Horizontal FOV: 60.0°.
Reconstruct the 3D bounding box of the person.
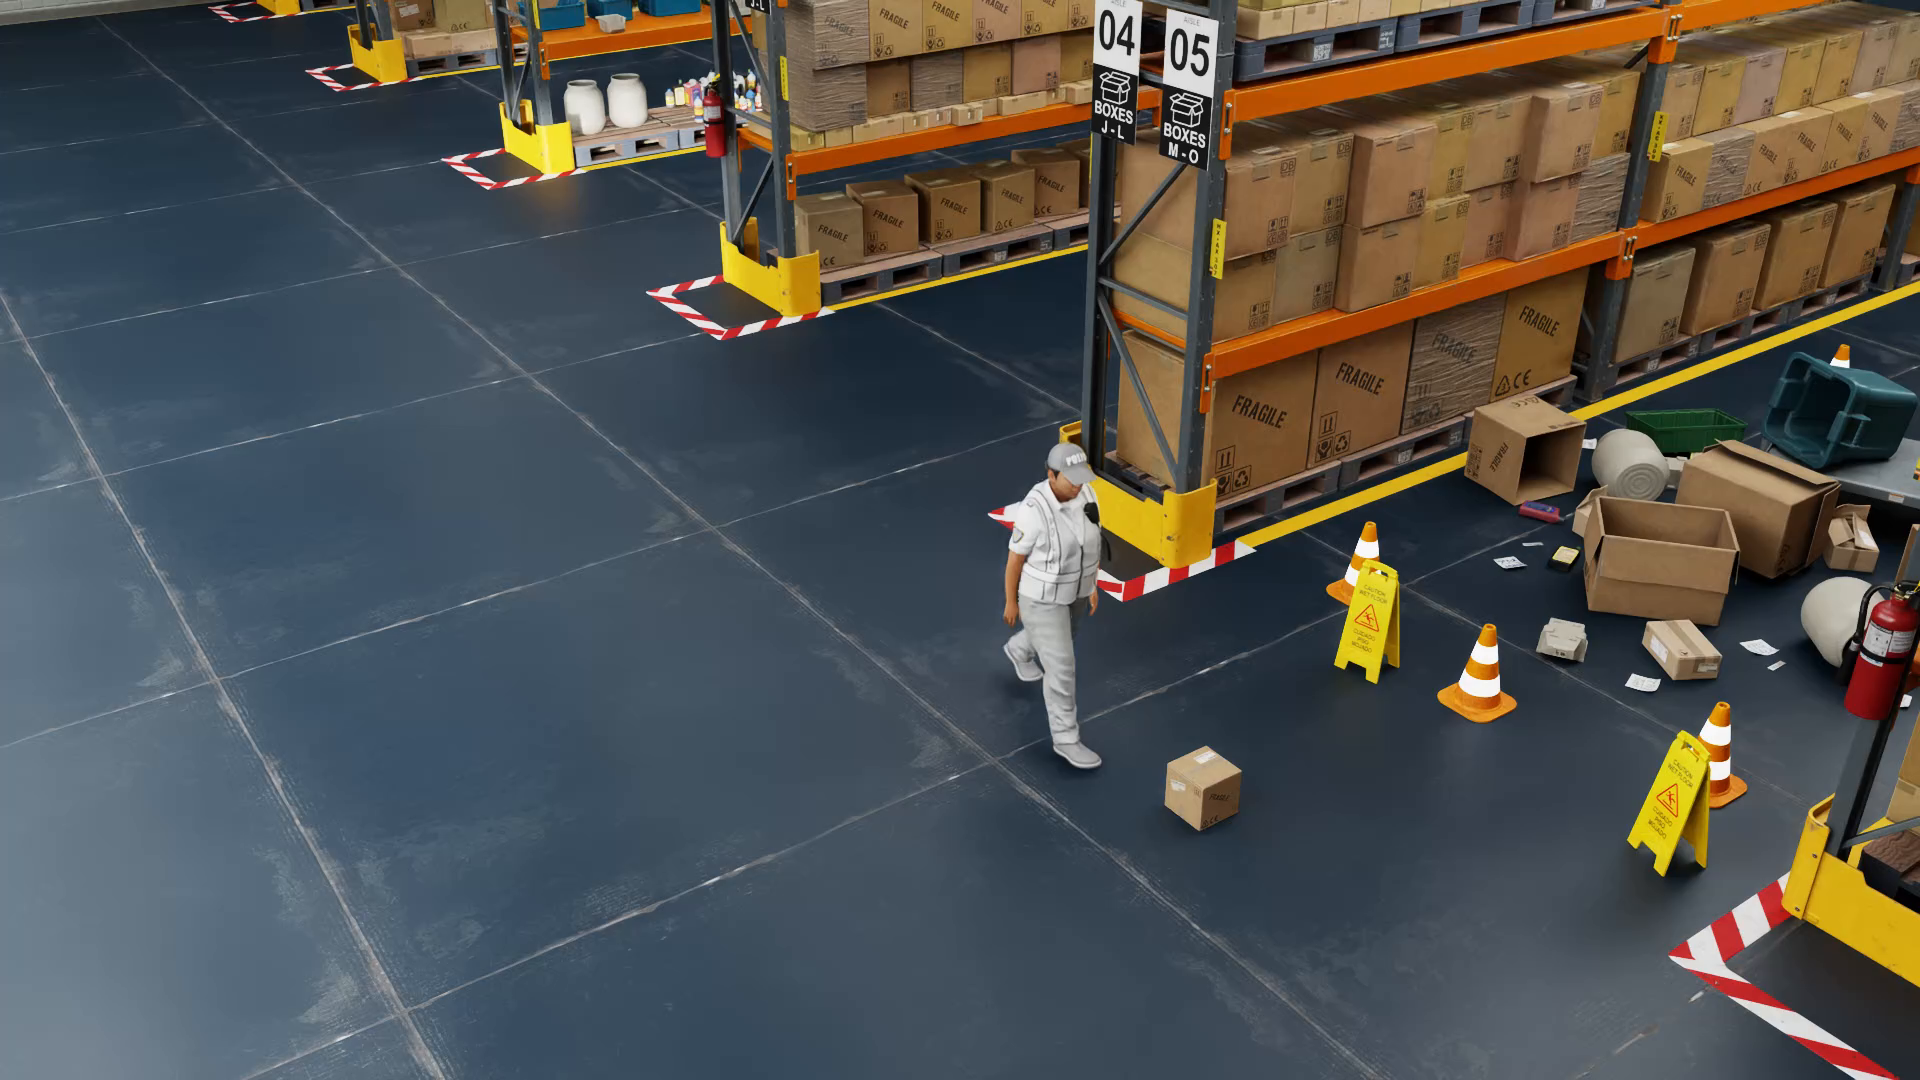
[{"bbox_3d":[0.445,0.225,8.223,0.496,1.618,0.991,-22,36,-34],"label":"person"}]
